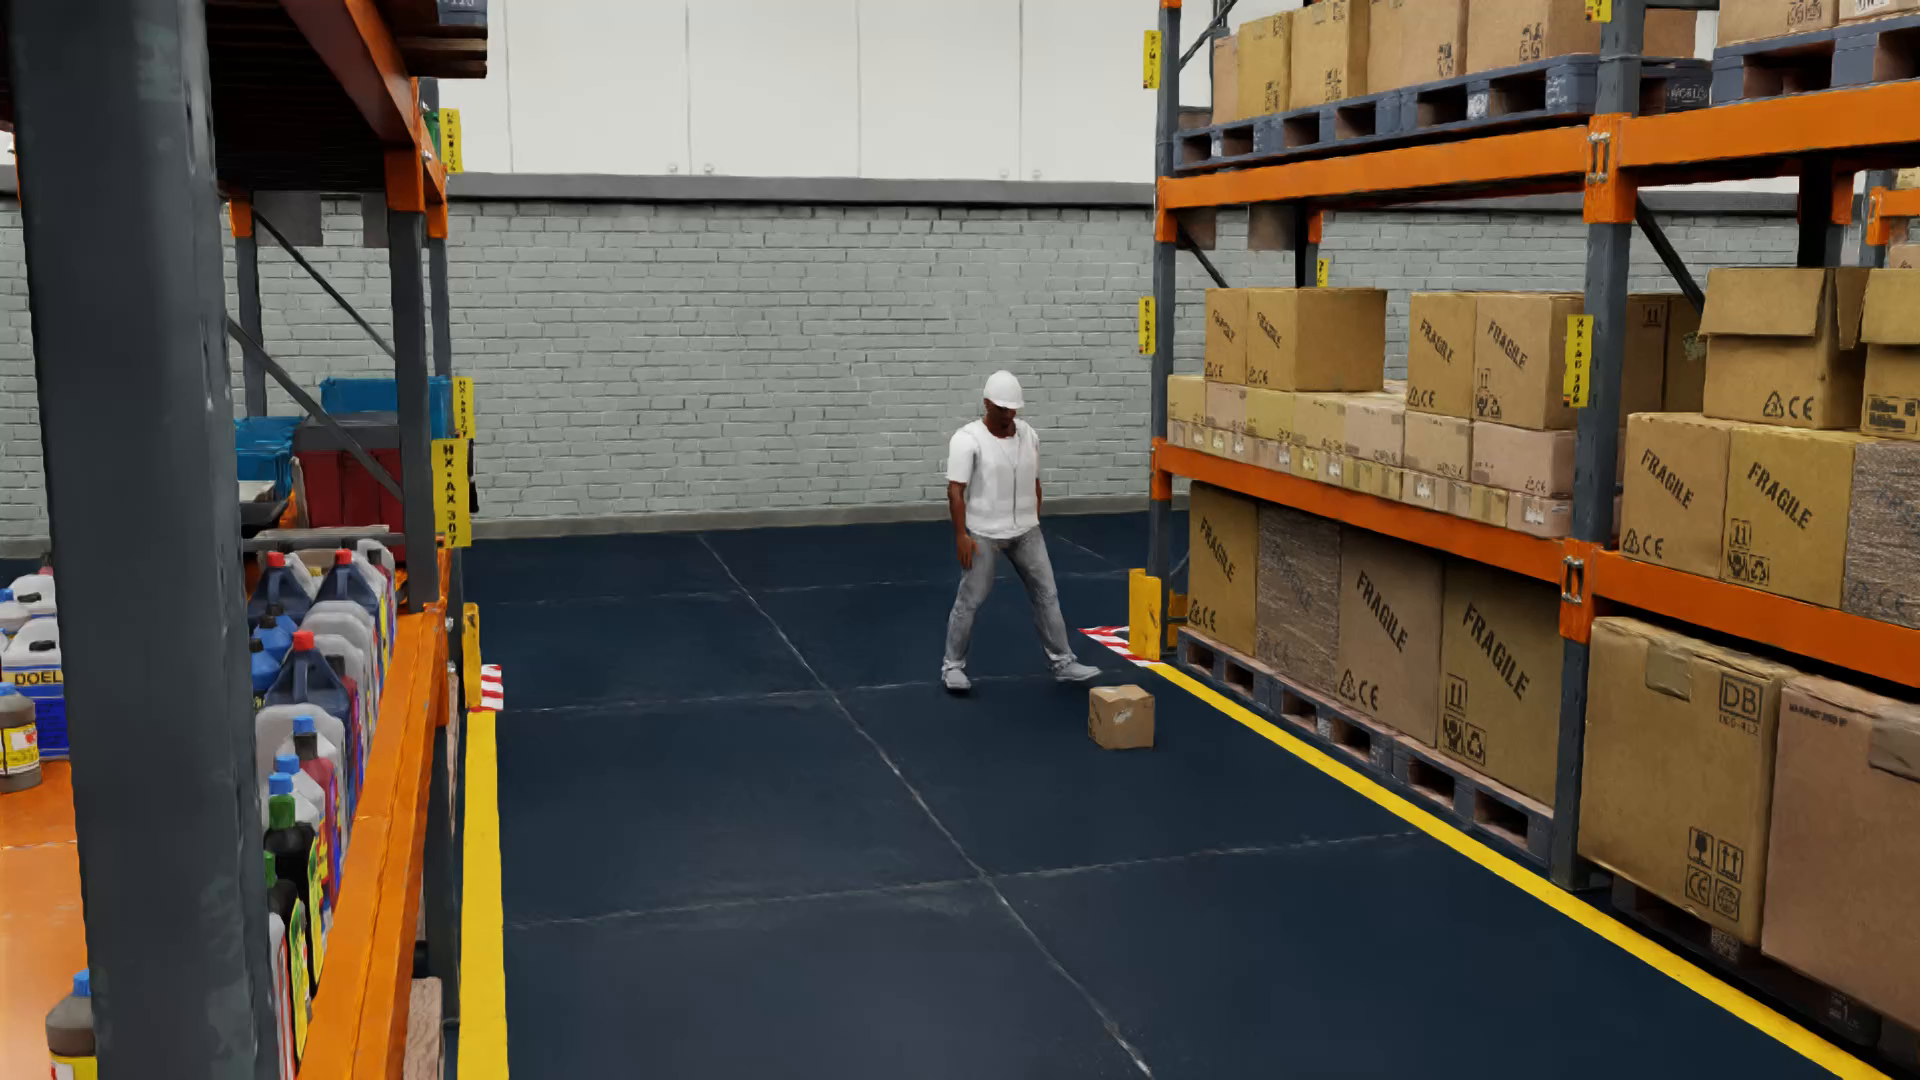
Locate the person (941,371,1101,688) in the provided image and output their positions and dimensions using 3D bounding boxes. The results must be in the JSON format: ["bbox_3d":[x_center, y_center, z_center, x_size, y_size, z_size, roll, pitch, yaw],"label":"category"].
[{"bbox_3d":[0.312,-0.054,9.079,0.759,1.743,0.646,-5,10,-28],"label":"person"}]
